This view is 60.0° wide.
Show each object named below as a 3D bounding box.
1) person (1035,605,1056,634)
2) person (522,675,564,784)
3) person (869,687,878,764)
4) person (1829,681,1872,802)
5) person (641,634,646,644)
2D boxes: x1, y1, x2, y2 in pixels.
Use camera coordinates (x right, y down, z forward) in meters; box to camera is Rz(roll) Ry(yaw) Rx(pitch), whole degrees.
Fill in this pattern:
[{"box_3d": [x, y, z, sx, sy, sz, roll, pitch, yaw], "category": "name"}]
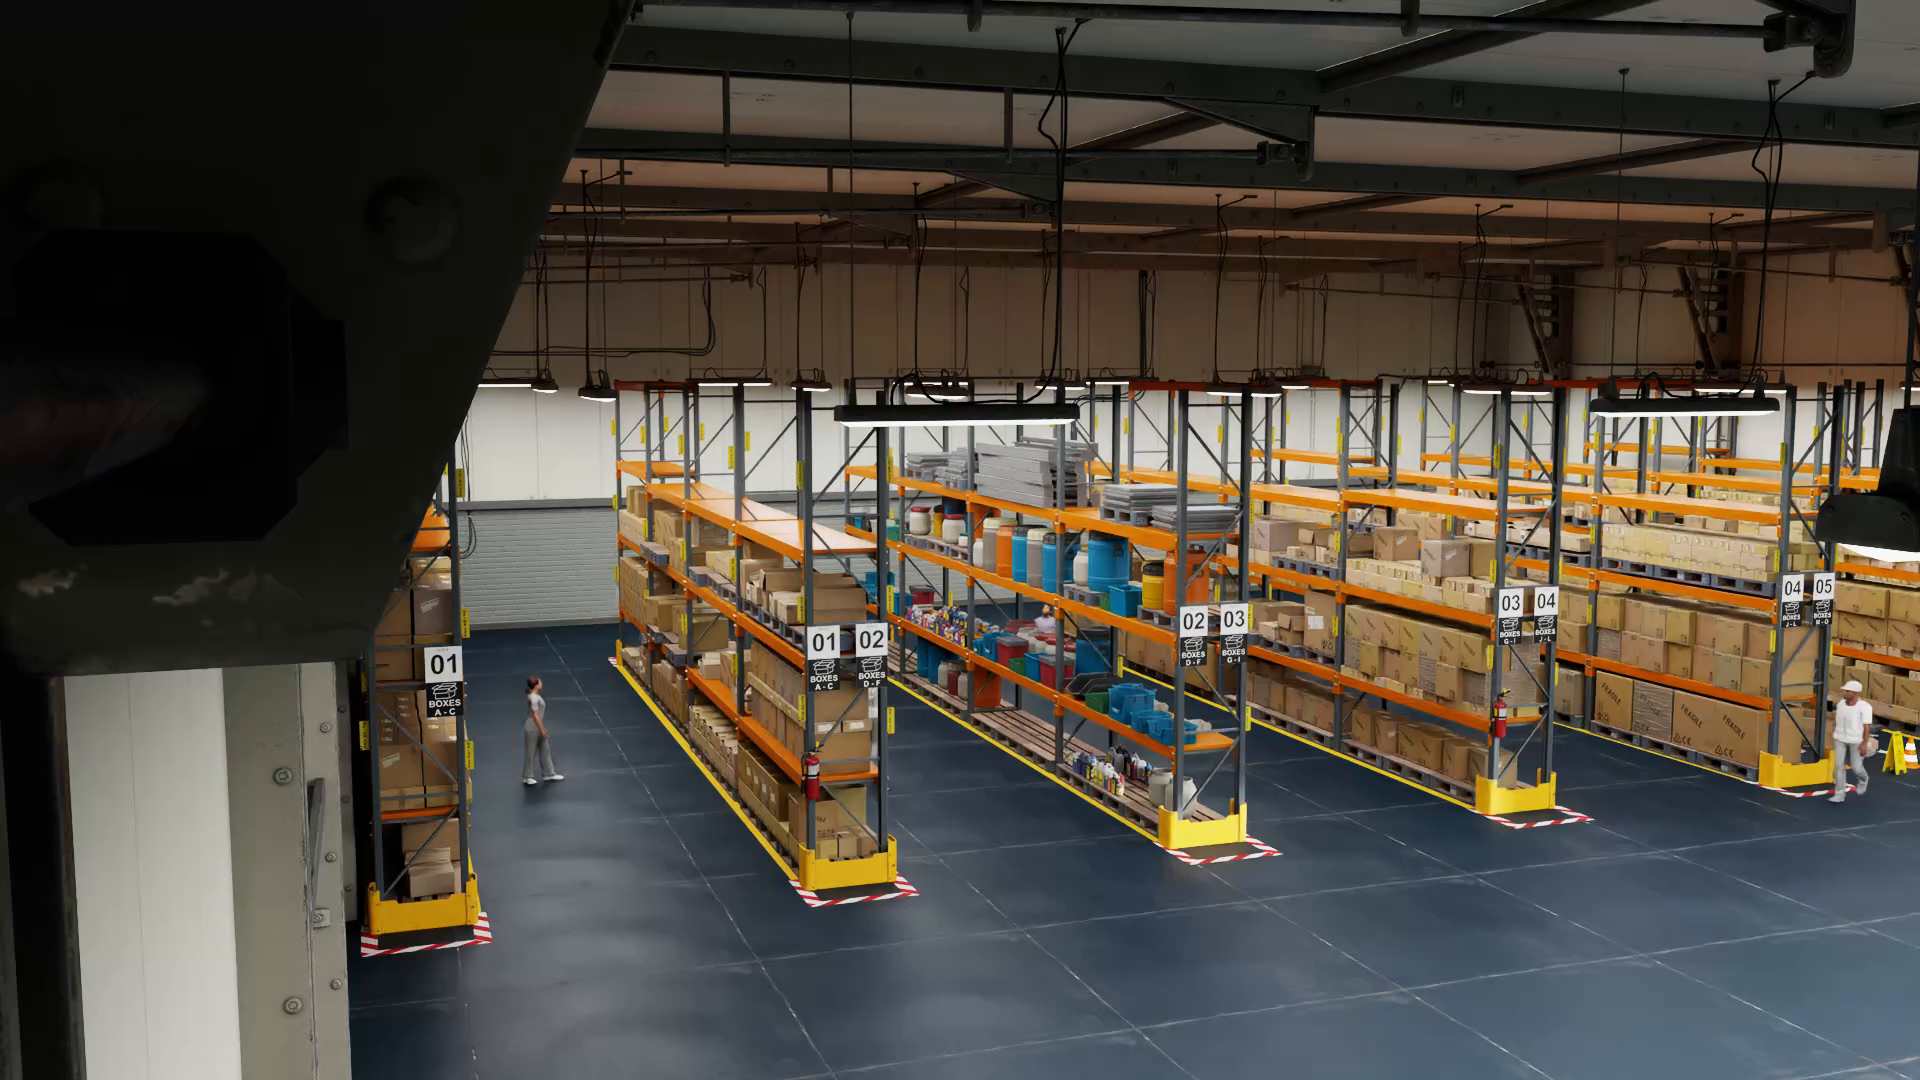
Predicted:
[{"box_3d": [1.689, 2.070, 32.868, 0.484, 1.561, 0.917, -3, 7, -25], "category": "person"}, {"box_3d": [-6.356, 2.858, 25.118, 0.575, 1.659, 0.506, 0, 6, 4], "category": "person"}, {"box_3d": [-1.372, 2.779, 25.710, 0.470, 1.727, 0.462, 2, 6, 18], "category": "person"}, {"box_3d": [12.911, 2.905, 24.064, 0.705, 1.763, 0.529, -6, 8, -44], "category": "person"}, {"box_3d": [-6.904, 1.577, 36.936, 0.458, 1.680, 0.535, -1, 6, -6], "category": "person"}]
